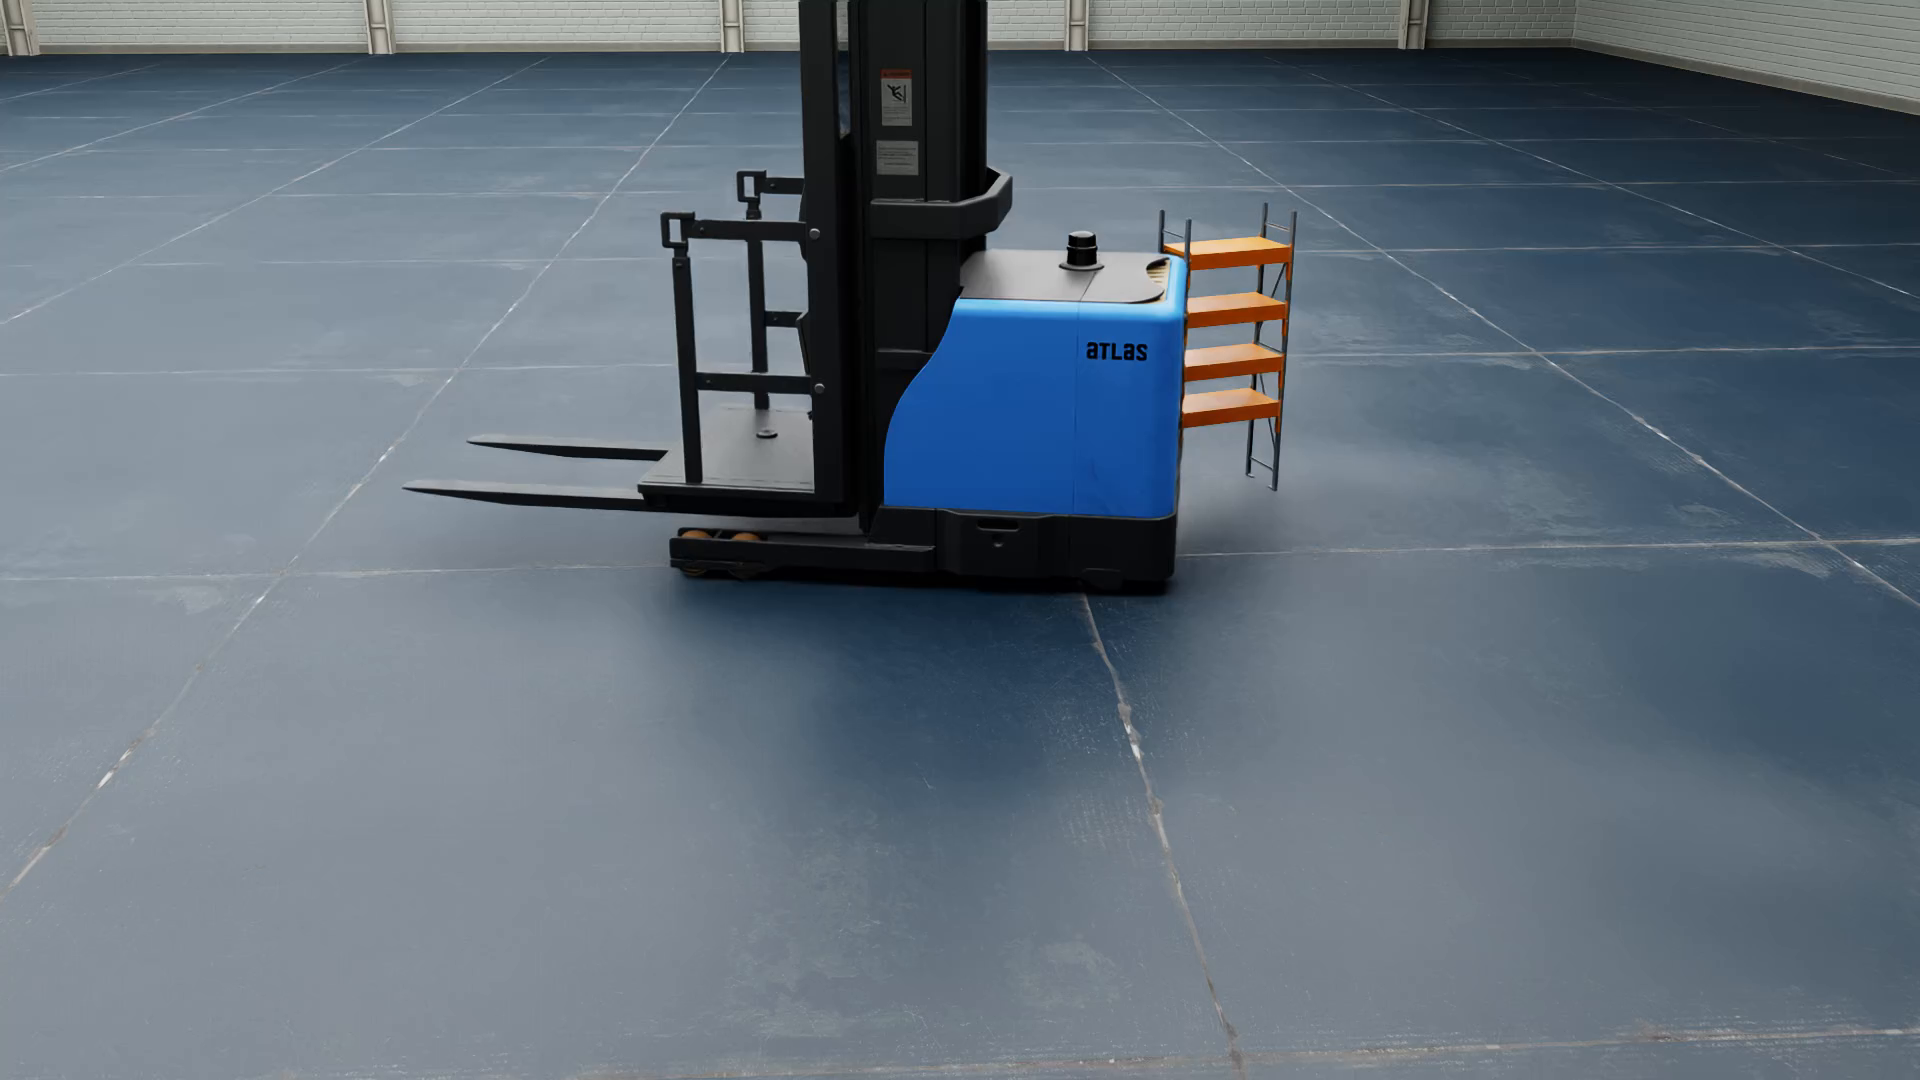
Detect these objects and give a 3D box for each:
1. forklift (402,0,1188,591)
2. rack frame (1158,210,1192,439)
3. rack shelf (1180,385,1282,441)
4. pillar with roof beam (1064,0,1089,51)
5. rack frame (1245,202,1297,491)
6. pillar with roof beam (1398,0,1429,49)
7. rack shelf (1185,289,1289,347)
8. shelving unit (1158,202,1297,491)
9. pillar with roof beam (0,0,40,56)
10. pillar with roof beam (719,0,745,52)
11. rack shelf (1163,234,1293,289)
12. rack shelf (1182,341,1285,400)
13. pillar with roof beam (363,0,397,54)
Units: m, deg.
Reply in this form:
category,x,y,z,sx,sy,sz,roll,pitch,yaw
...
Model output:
category,x,y,z,sx,sy,sz,roll,pitch,yaw
forklift,-0.652,-1.409,6.202,3.031,2.935,1.130,3,21,8
rack frame,0.866,-0.749,6.903,0.015,1.200,0.240,-8,22,-20
rack shelf,1.093,-0.533,7.083,0.480,0.148,0.258,-8,22,-20
pillar with roof beam,2.286,-11.308,23.676,0.400,9.000,9.100,-1,21,-3
rack frame,1.319,-0.814,7.074,0.015,1.200,0.240,-8,22,-20
pillar with roof beam,8.276,-11.430,23.996,0.400,9.000,9.100,-1,21,-3
rack shelf,1.093,-0.928,6.933,0.480,0.148,0.258,-8,22,-20
shelving unit,1.093,-0.782,6.988,0.503,1.200,0.258,-8,22,-20
pillar with roof beam,-15.685,-10.943,22.716,0.400,9.000,9.100,-1,21,-3
pillar with roof beam,-3.704,-11.186,23.356,0.400,9.000,9.100,-1,21,-3
rack shelf,1.093,-1.149,6.848,0.480,0.148,0.258,-8,22,-20
rack shelf,1.093,-0.719,7.012,0.480,0.148,0.258,-8,22,-20
pillar with roof beam,-9.694,-11.065,23.036,0.400,9.000,9.100,-1,21,-3
